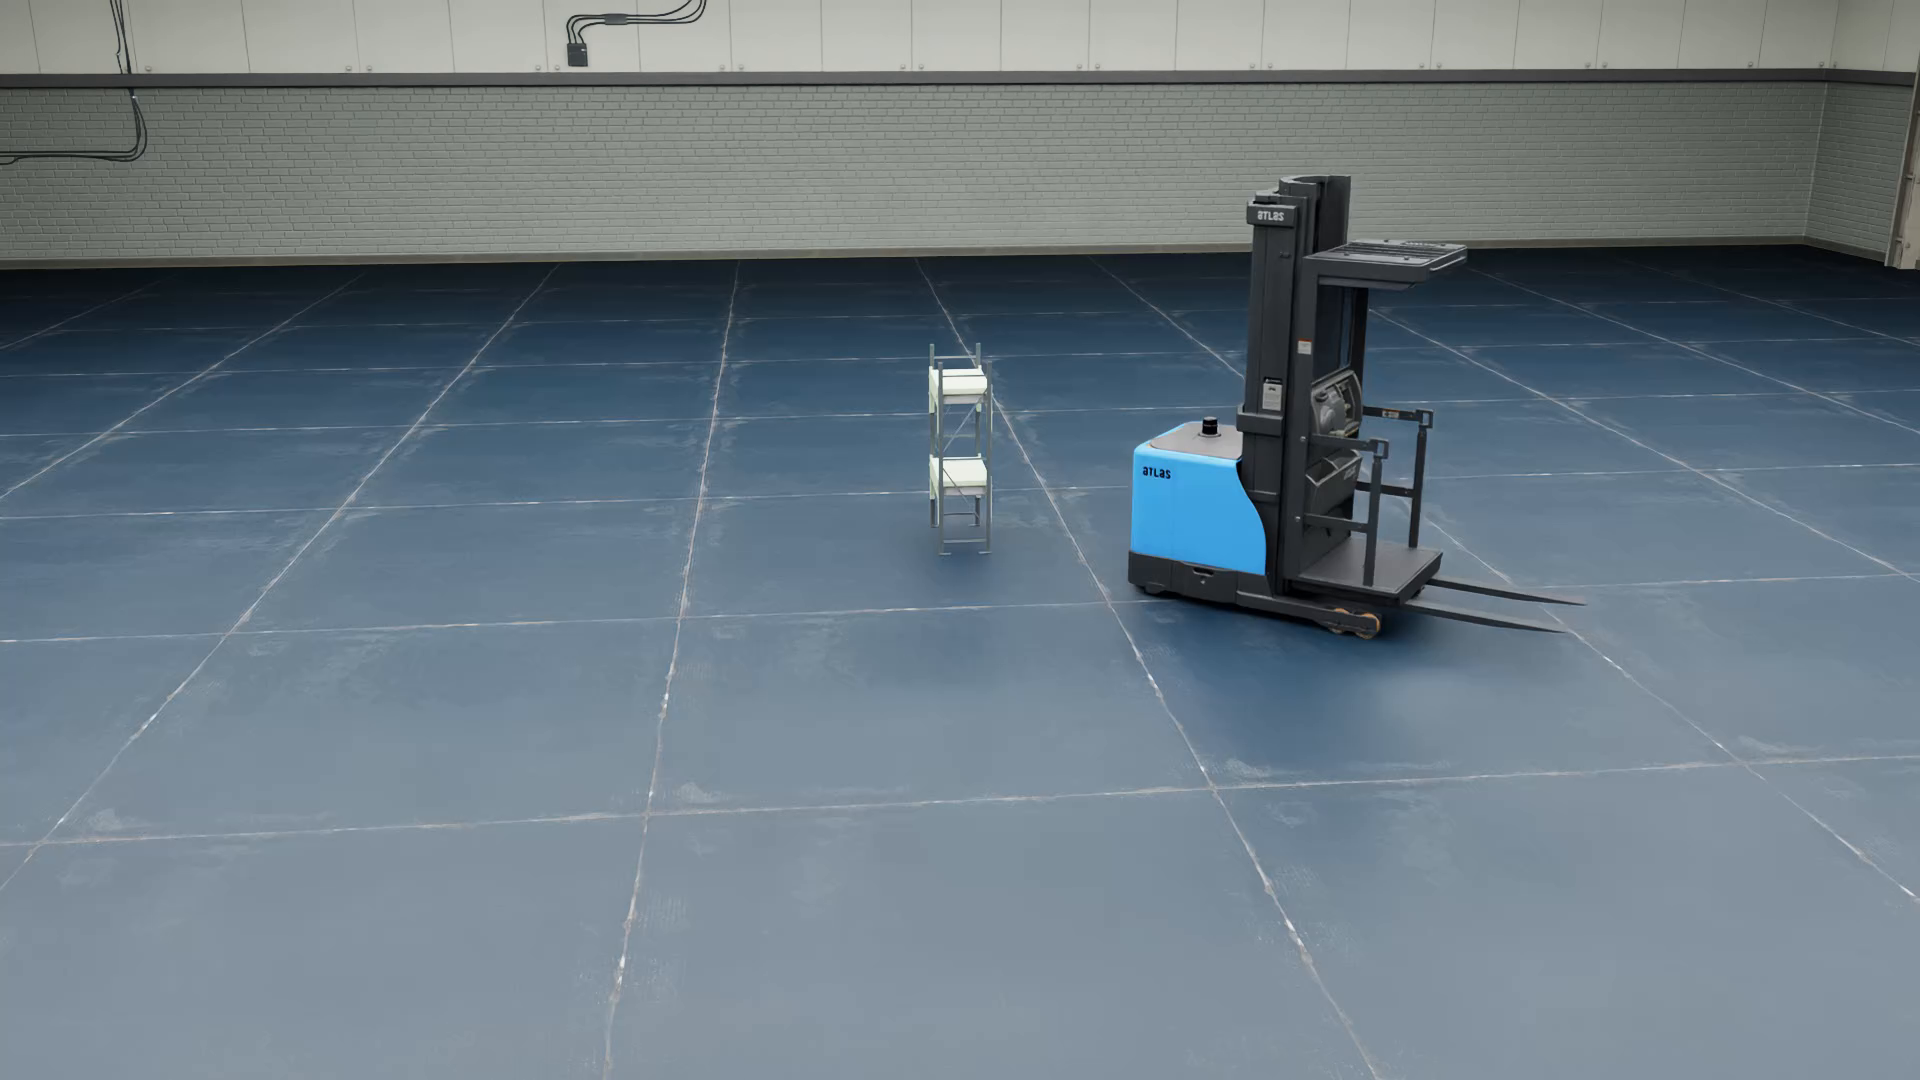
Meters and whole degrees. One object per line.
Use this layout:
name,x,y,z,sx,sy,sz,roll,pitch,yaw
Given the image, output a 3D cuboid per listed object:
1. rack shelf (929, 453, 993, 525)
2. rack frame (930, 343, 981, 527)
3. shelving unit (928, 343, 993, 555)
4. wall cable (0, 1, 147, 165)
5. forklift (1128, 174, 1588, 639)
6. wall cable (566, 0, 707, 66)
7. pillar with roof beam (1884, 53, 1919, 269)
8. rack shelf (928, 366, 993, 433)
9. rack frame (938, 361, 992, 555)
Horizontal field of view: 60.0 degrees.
rack shelf,-0.001,-0.407,13.056,0.431,0.370,0.720,-2,18,-6
rack frame,-0.038,-0.827,13.306,0.400,1.500,0.023,-2,18,-6
shelving unit,-0.001,-0.718,12.959,0.431,1.500,0.755,-2,18,-6
wall cable,-14.717,-7.285,26.541,3.097,2.526,0.112,-2,18,-6
forklift,2.735,-0.922,11.220,3.031,2.935,1.130,10,20,30
wall cable,-5.273,-10.677,26.485,2.305,6.003,0.169,-2,18,-6
pillar with roof beam,11.322,-8.688,25.826,9.100,9.000,0.400,-2,18,-6
rack shelf,-0.001,-1.090,12.842,0.431,0.370,0.720,-2,18,-6
rack frame,0.037,-0.609,12.611,0.400,1.500,0.023,-2,18,-6
